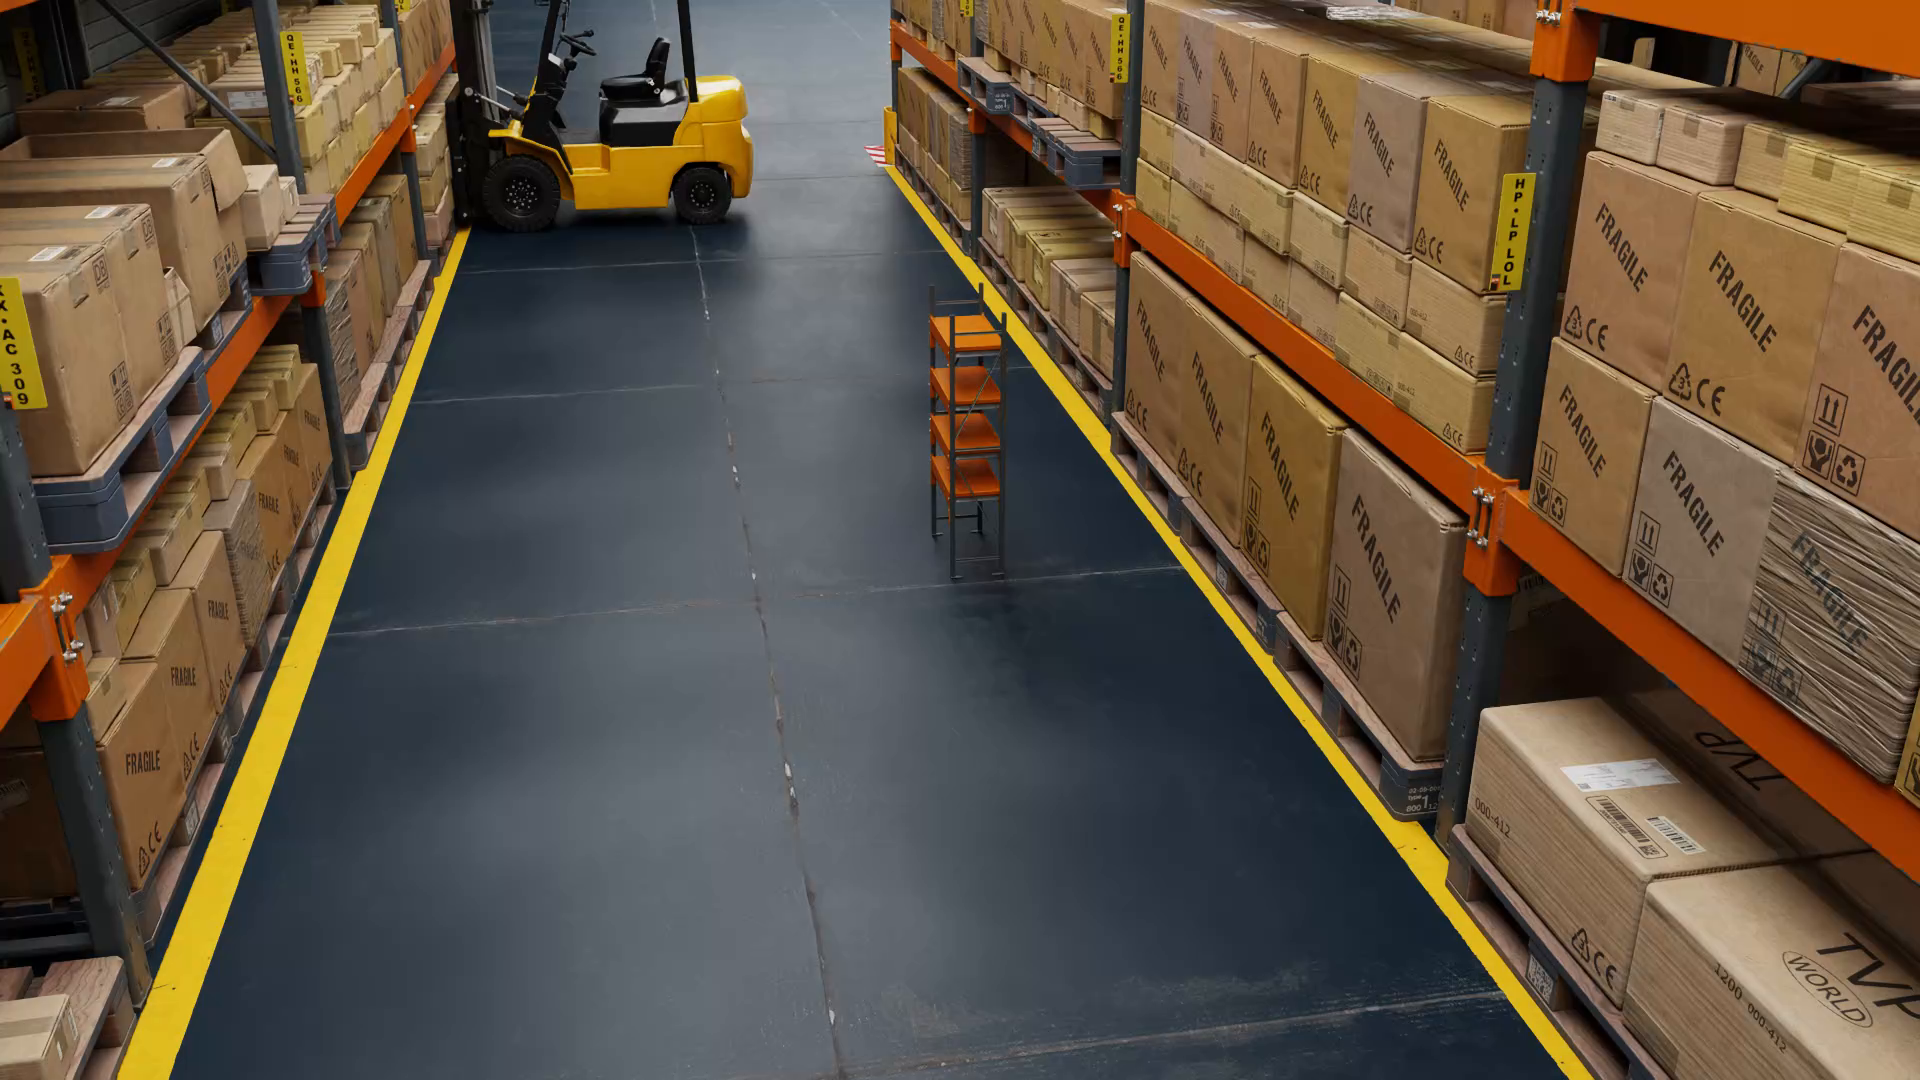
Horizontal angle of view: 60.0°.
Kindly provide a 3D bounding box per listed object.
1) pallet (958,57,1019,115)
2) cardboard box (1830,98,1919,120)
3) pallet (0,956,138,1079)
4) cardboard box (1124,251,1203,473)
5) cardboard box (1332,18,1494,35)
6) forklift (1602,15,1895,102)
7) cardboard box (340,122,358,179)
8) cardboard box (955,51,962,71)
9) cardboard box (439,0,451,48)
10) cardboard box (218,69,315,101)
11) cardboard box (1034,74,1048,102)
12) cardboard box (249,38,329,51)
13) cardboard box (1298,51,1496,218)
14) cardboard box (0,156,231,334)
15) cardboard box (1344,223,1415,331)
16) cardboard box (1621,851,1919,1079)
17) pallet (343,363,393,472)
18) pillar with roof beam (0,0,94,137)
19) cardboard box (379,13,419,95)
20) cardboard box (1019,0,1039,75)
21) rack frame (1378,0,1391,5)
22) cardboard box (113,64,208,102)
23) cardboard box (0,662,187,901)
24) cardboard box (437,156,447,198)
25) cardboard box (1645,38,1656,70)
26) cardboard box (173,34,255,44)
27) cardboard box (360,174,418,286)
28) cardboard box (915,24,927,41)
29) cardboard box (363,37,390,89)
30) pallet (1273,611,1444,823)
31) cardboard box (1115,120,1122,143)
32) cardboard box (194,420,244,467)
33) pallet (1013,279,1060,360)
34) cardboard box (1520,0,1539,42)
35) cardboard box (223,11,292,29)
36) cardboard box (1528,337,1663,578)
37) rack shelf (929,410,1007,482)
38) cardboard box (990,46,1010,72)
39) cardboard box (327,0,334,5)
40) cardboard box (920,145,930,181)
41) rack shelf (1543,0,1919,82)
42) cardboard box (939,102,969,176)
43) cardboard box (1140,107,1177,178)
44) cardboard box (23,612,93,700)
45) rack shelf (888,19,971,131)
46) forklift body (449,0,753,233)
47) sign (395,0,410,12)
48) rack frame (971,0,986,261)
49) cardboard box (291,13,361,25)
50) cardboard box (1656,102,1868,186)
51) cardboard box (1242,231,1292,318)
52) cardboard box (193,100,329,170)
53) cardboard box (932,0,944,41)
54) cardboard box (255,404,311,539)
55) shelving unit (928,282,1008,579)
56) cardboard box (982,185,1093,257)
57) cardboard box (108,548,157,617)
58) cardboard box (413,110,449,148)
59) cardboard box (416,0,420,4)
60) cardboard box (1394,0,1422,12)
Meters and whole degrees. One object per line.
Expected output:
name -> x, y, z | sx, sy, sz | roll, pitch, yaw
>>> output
pallet -> 0.582, -3.147, 11.447 | 1.003, 0.211, 1.213 | -4, 24, -10
cardboard box -> 2.375, -0.991, 4.087 | 0.380, 0.149, 0.250 | -4, 24, -8
pallet -> -2.688, 1.518, 4.012 | 1.003, 0.211, 1.213 | -4, 24, -10
cardboard box -> 1.369, -0.914, 8.224 | 0.875, 0.875, 0.875 | -5, 24, -10
cardboard box -> 1.864, -1.896, 6.968 | 0.500, 0.500, 0.500 | -4, 24, -10
forklift -> 3.109, -1.415, 7.328 | 1.130, 2.935, 3.031 | -4, 24, -10
cardboard box -> -3.586, -2.128, 9.062 | 0.500, 0.250, 0.500 | -5, 24, -11
cardboard box -> 0.172, -3.632, 12.633 | 0.380, 0.149, 0.250 | -4, 24, -9
cardboard box -> -4.598, -4.417, 13.992 | 0.500, 0.500, 0.500 | -4, 24, -8
cardboard box -> -3.374, -2.199, 8.102 | 0.380, 0.149, 0.250 | -4, 24, -9
cardboard box -> 0.667, -2.765, 10.123 | 0.380, 0.149, 0.250 | -5, 24, -11
cardboard box -> -3.716, -2.696, 9.240 | 0.380, 0.149, 0.250 | -4, 24, -10
cardboard box -> 1.556, -1.464, 5.981 | 0.500, 0.500, 0.500 | -4, 24, -8
cardboard box -> -2.925, -0.988, 5.615 | 0.700, 0.500, 0.500 | -4, 24, -10
cardboard box -> 1.643, -0.911, 5.651 | 0.500, 0.250, 0.500 | -4, 24, -8
cardboard box -> 2.240, 1.189, 3.956 | 0.875, 0.438, 0.875 | -5, 24, -11
pallet -> -3.668, -0.653, 8.981 | 1.003, 0.211, 1.213 | -4, 24, -10
pillar with roof beam -> -0.450, -5.118, 8.225 | 9.100, 9.000, 0.400 | -4, 24, -10
cardboard box -> -4.119, -3.417, 11.701 | 0.500, 0.500, 0.500 | -5, 24, -11
cardboard box -> 0.665, -3.121, 10.128 | 0.500, 0.500, 0.500 | -5, 24, -12
rack frame -> 4.690, -5.525, 16.654 | 1.000, 3.000, 0.127 | -4, 24, -10
cardboard box -> -3.959, -2.261, 8.244 | 0.380, 0.149, 0.250 | -4, 24, -10
cardboard box -> -2.683, 0.716, 4.962 | 0.500, 0.500, 0.500 | -3, 24, -7
cardboard box -> -4.175, -2.750, 12.584 | 0.500, 0.250, 0.500 | -4, 24, -10
cardboard box -> 5.356, -3.573, 12.057 | 0.500, 0.500, 0.500 | -4, 24, -9
cardboard box -> -4.203, -2.763, 9.393 | 0.380, 0.149, 0.250 | -4, 24, -9
cardboard box -> -4.186, -2.077, 11.200 | 0.875, 0.625, 0.625 | -3, 24, -7
cardboard box -> -0.184, -4.444, 14.492 | 0.380, 0.149, 0.250 | -4, 24, -8
cardboard box -> -3.849, -2.962, 10.346 | 0.500, 0.250, 0.500 | -5, 24, -11
pallet -> 1.846, 0.581, 6.157 | 1.003, 0.211, 1.213 | -4, 24, -10
cardboard box -> 1.031, -2.162, 8.741 | 0.380, 0.149, 0.250 | -3, 24, -8
cardboard box -> -3.077, -0.355, 6.604 | 0.380, 0.149, 0.250 | -5, 24, -11
pallet -> 0.958, -1.481, 10.878 | 1.003, 0.211, 1.213 | -4, 24, -10
cardboard box -> 5.226, -4.380, 13.843 | 0.875, 0.550, 0.550 | -4, 24, -10
cardboard box -> -4.442, -3.257, 10.524 | 0.380, 0.149, 0.250 | -5, 24, -12
cardboard box -> 1.892, -0.241, 4.430 | 0.500, 0.500, 0.500 | -4, 24, -8
rack shelf -> 0.031, -0.423, 7.388 | 0.258, 0.148, 0.480 | -4, 24, -10
cardboard box -> 0.413, -3.284, 11.310 | 0.380, 0.149, 0.250 | -4, 24, -9
cardboard box -> -4.767, -4.032, 12.299 | 0.380, 0.149, 0.250 | -4, 24, -8
cardboard box -> -0.078, -3.299, 14.467 | 0.500, 0.250, 0.500 | -3, 24, -6
rack shelf -> 2.433, -0.658, 2.659 | 1.077, 0.370, 4.000 | -4, 24, -10
cardboard box -> 0.115, -3.235, 13.383 | 0.500, 0.500, 0.500 | -4, 24, -9
cardboard box -> 1.174, -1.915, 7.951 | 0.500, 0.250, 0.500 | -4, 24, -10
cardboard box -> -2.679, 0.333, 4.657 | 0.380, 0.149, 0.250 | -5, 24, -11
rack shelf -> 0.214, -4.003, 14.067 | 1.077, 0.370, 4.000 | -4, 24, -10
forklift body -> -2.890, -3.751, 13.651 | 2.313, 2.155, 1.214 | -4, 24, -10
sign -> -3.762, -3.715, 11.162 | 0.100, 0.325, 0.005 | -4, 24, -10
rack frame -> 0.584, -3.546, 12.121 | 1.000, 3.000, 0.127 | -4, 24, -10
cardboard box -> -3.953, -3.202, 10.398 | 0.380, 0.149, 0.250 | -4, 24, -10
cardboard box -> 1.929, -0.958, 4.010 | 0.380, 0.149, 0.250 | -4, 24, -9
cardboard box -> 1.465, -1.092, 6.689 | 0.500, 0.250, 0.500 | -4, 24, -10
cardboard box -> -3.372, -1.959, 8.050 | 0.500, 0.250, 0.500 | -4, 24, -10
cardboard box -> 0.055, -4.290, 13.329 | 0.500, 0.500, 0.500 | -4, 24, -8
cardboard box -> -3.182, -0.303, 7.294 | 0.500, 0.500, 0.500 | -5, 24, -11
shelving unit -> 0.031, -0.485, 7.361 | 0.258, 1.200, 0.503 | -4, 24, -10
cardboard box -> 0.683, -2.328, 12.091 | 0.950, 0.372, 0.625 | -4, 24, -9
cardboard box -> -2.869, 0.154, 5.437 | 0.380, 0.149, 0.250 | -5, 24, -11
cardboard box -> -4.263, -3.178, 12.940 | 0.500, 0.250, 0.500 | -3, 24, -8
cardboard box -> -4.239, -4.073, 12.393 | 0.380, 0.149, 0.250 | -5, 24, -10
cardboard box -> 4.803, -5.452, 16.297 | 0.875, 0.550, 0.550 | -4, 24, -10
